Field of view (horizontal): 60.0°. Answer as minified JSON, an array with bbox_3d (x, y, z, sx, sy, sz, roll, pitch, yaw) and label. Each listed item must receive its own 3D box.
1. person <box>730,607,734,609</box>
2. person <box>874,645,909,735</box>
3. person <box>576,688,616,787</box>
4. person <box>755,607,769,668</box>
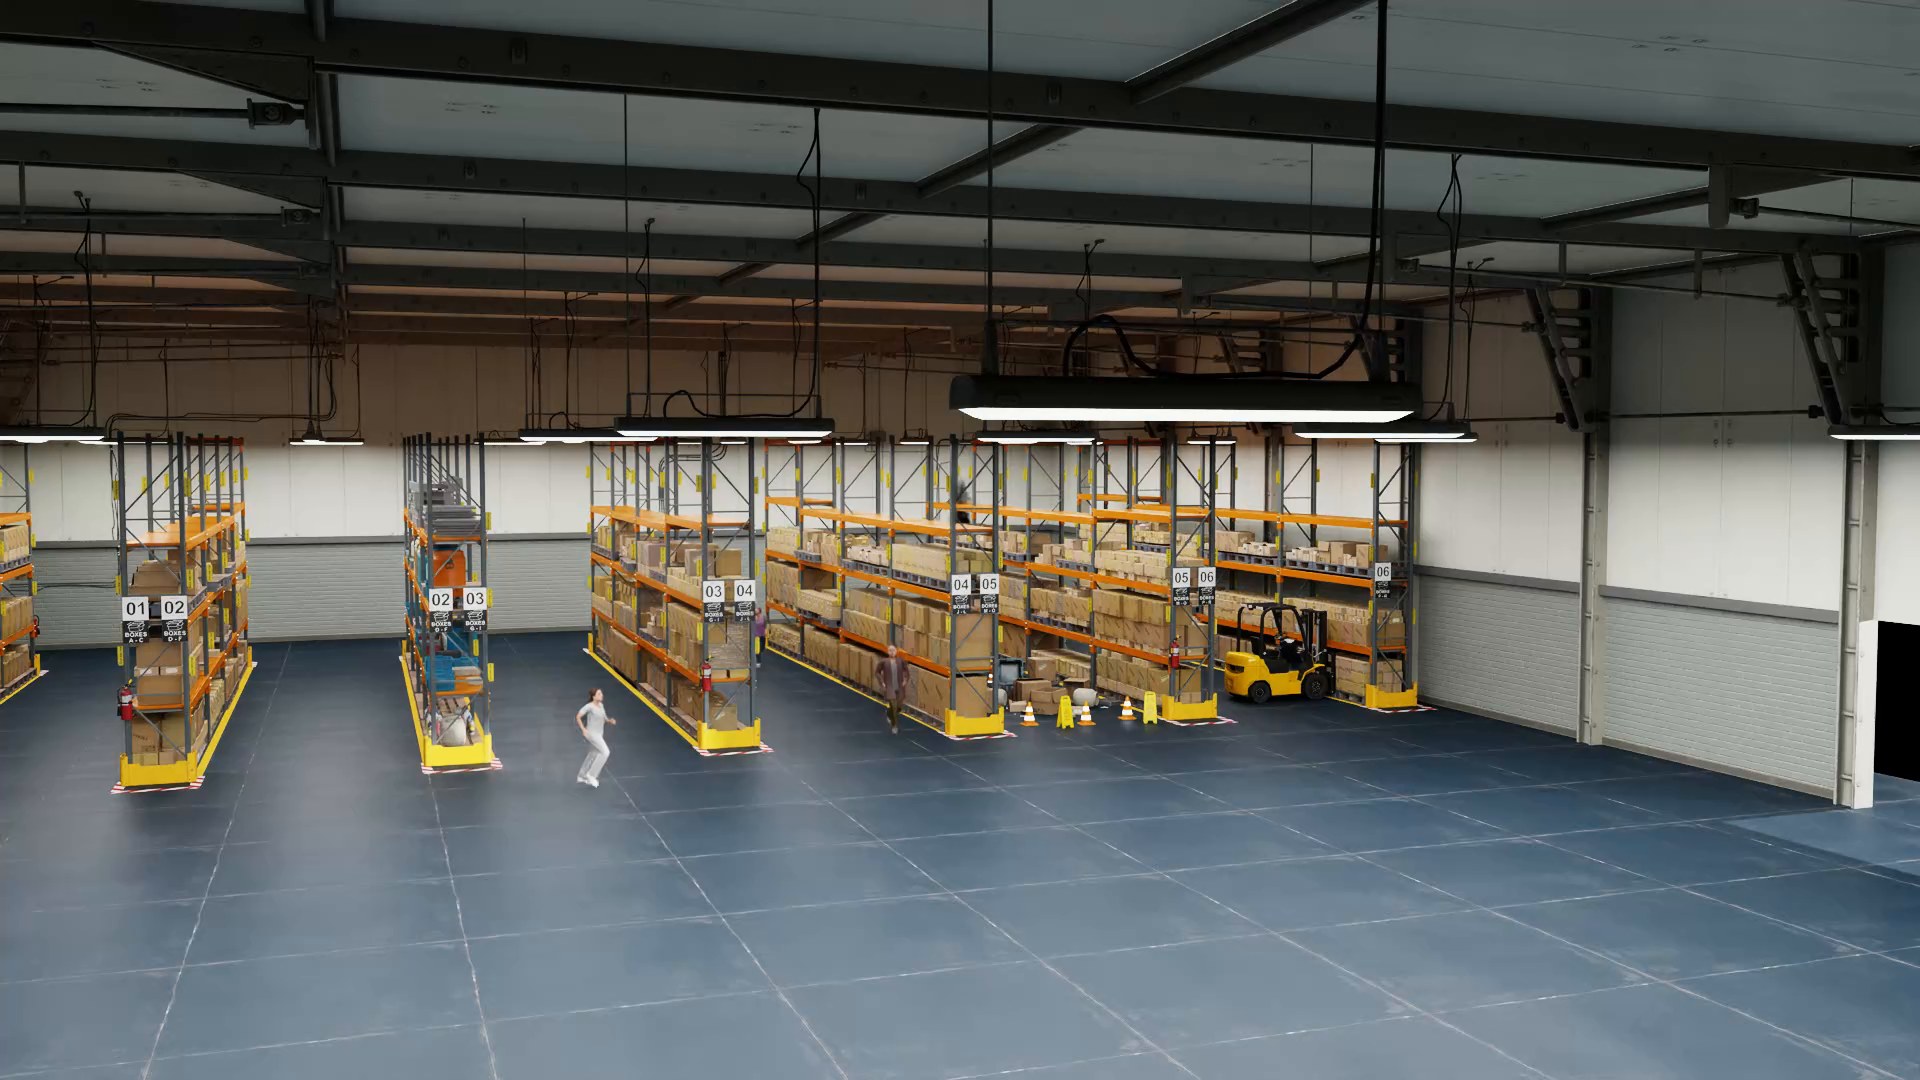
[{"bbox_3d":[-6.749,2.314,47.699,0.613,1.537,0.542,0,3,-9],"label":"person"},{"bbox_3d":[-1.358,2.999,33.529,0.706,1.763,0.761,-1,3,-17],"label":"person"},{"bbox_3d":[-6.171,3.374,28.175,0.696,1.576,0.562,1,3,14],"label":"person"},{"bbox_3d":[-5.278,2.531,43.629,0.546,1.586,0.606,-1,3,-12],"label":"person"}]
